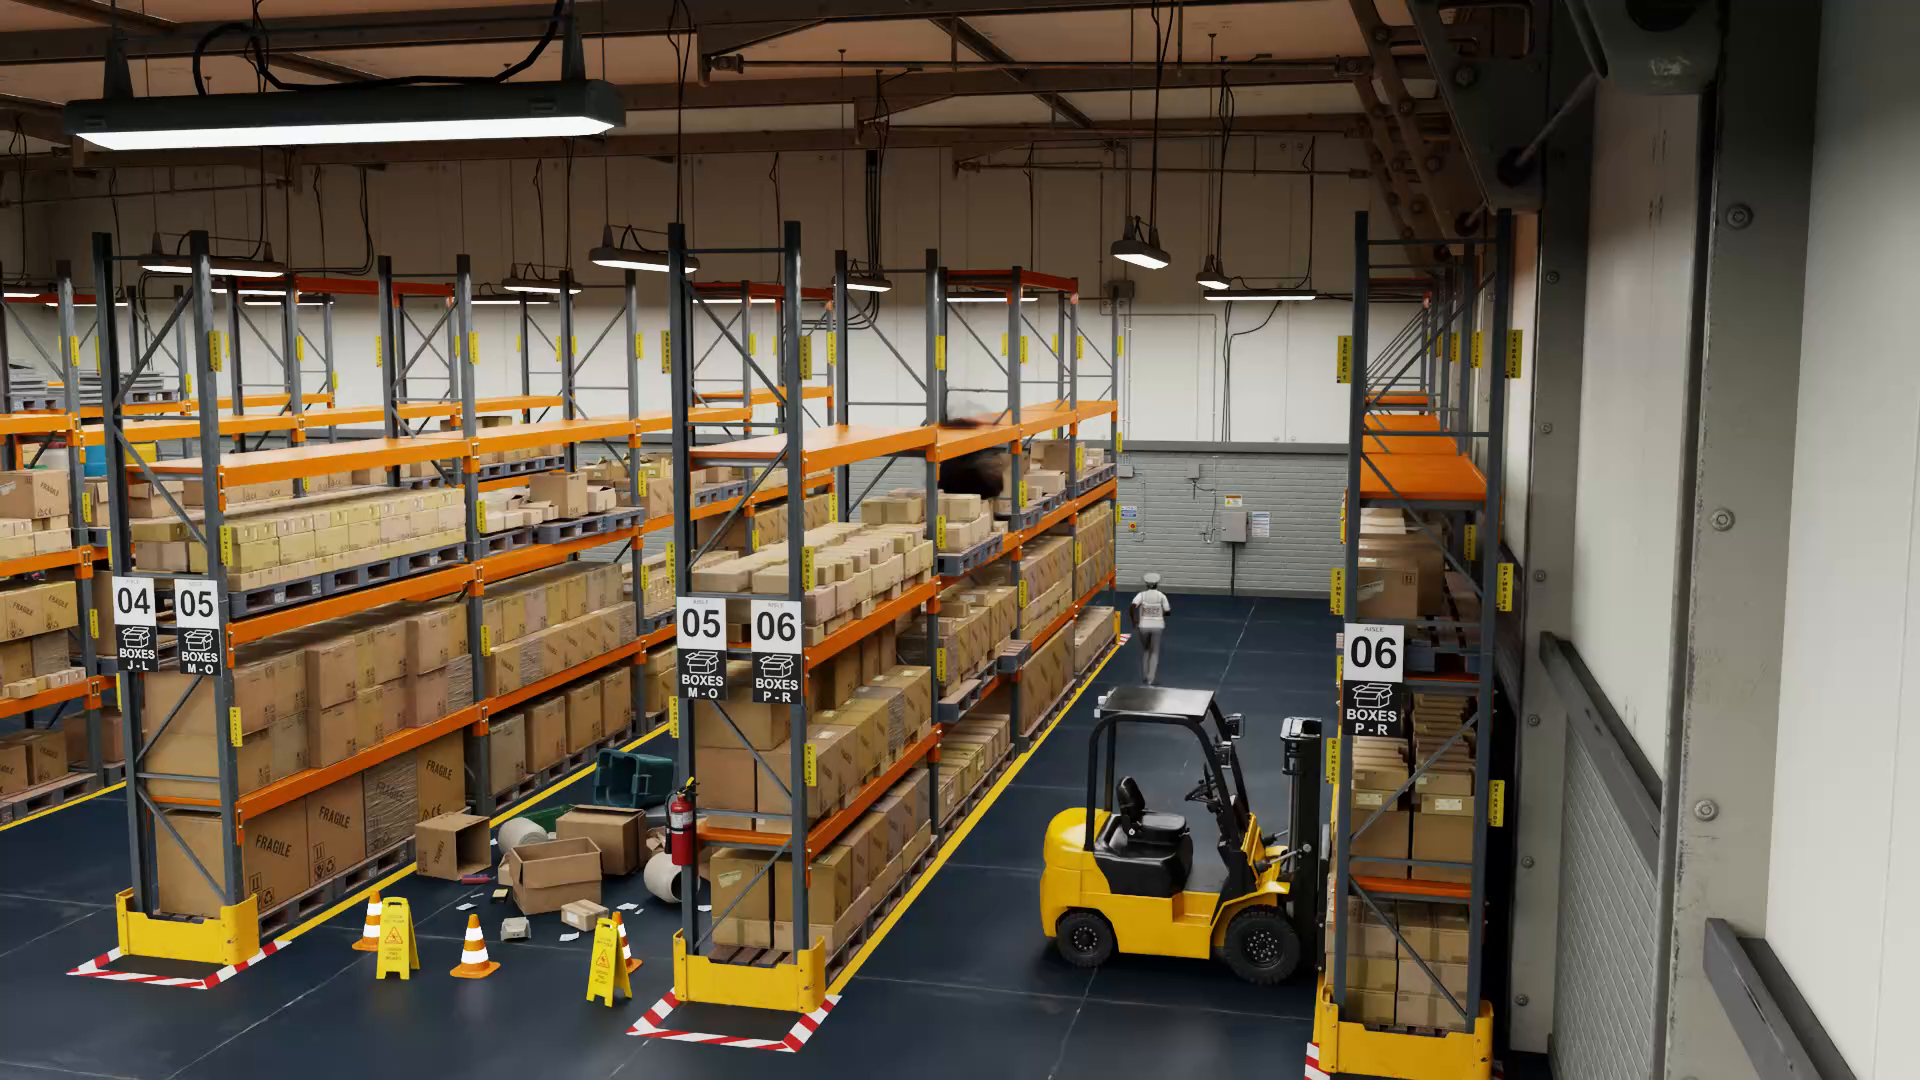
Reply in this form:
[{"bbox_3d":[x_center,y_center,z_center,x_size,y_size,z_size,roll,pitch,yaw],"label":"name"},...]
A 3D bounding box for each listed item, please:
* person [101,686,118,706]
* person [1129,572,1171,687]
[{"bbox_3d":[-11.563,1.558,22.411,0.656,1.806,0.725,0,7,2],"label":"person"},{"bbox_3d":[2.797,1.365,24.438,0.585,1.772,0.775,2,7,15],"label":"person"}]
